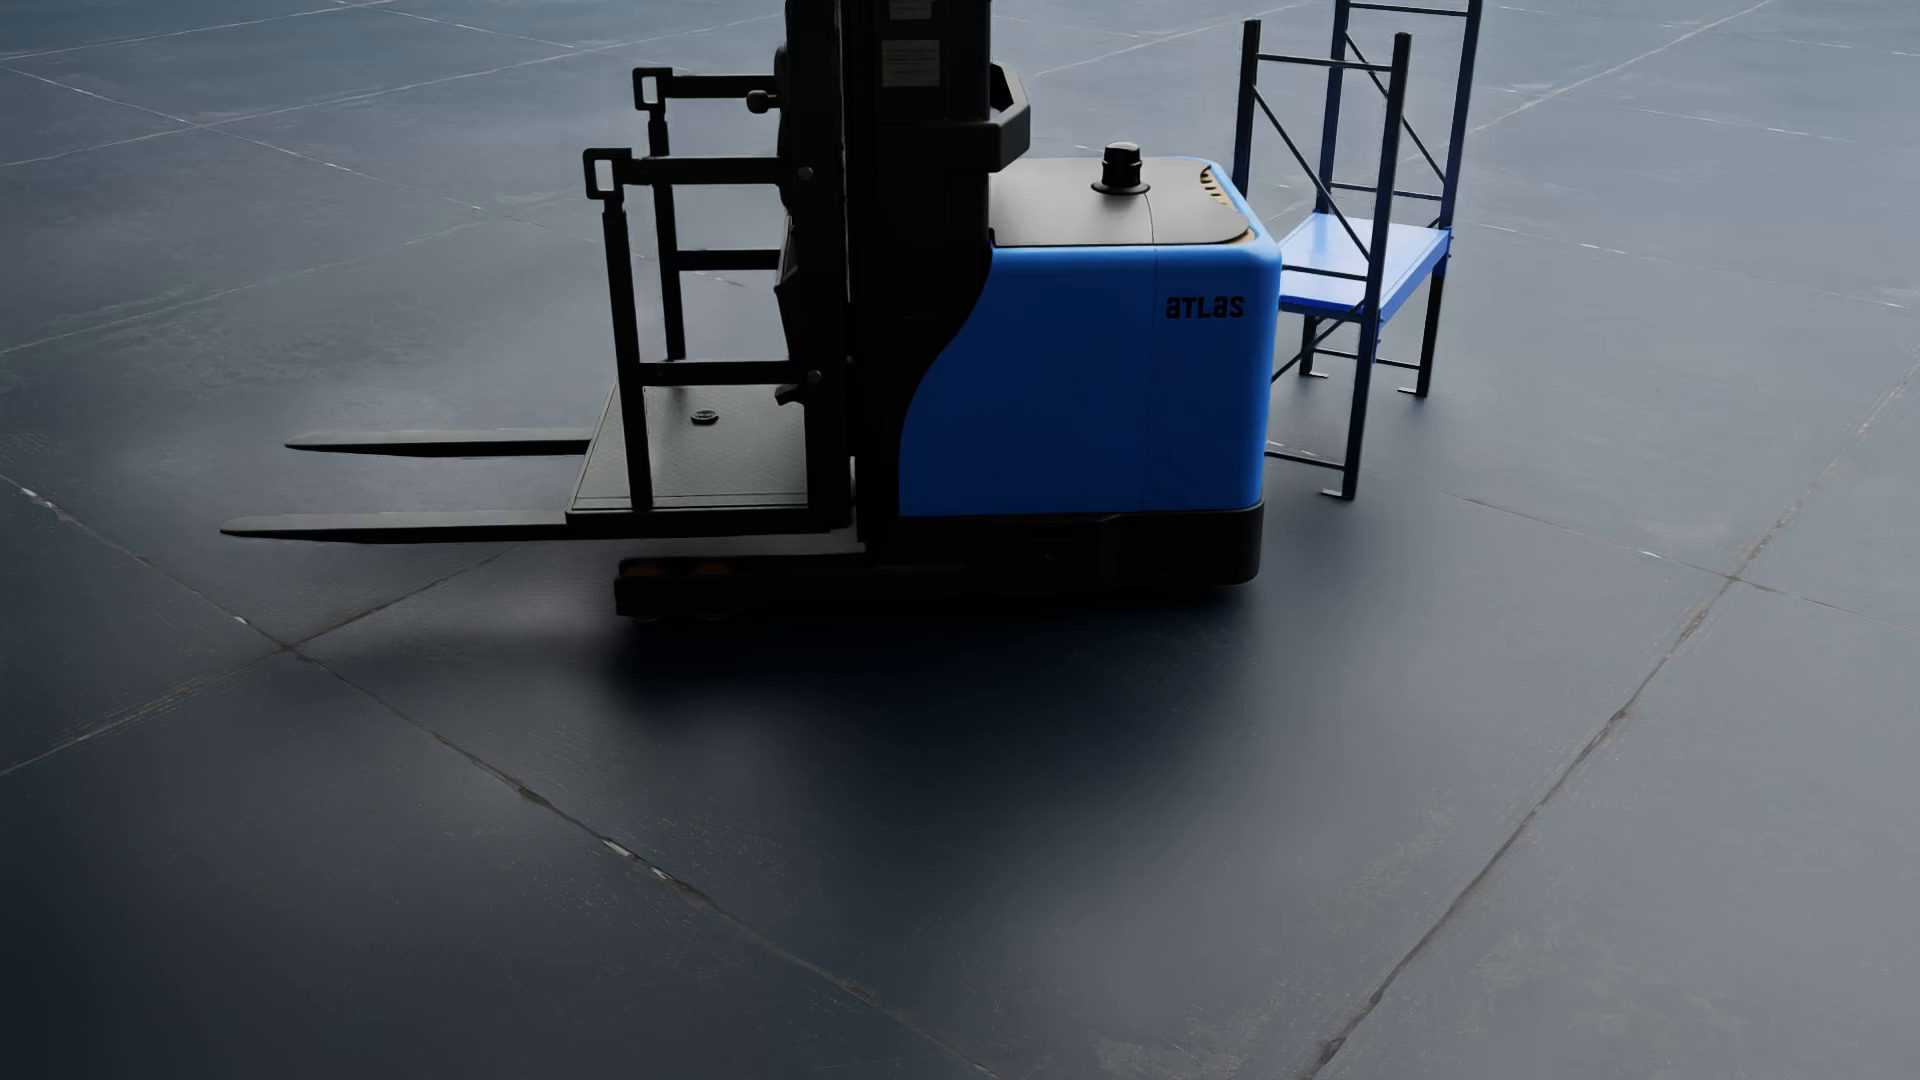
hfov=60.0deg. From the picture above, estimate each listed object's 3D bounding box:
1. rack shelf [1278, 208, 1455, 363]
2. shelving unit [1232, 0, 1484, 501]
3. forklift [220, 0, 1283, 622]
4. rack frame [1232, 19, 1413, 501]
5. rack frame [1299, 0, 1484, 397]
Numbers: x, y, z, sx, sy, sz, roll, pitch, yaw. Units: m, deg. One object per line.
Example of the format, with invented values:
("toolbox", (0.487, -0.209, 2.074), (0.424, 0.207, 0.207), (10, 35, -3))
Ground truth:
("rack shelf", (1.320, -0.901, 5.751), (0.538, 0.185, 1.000), (13, 30, 24))
("shelving unit", (1.320, -1.061, 5.668), (0.538, 1.500, 1.048), (13, 30, 24))
("forklift", (-0.649, -1.315, 4.603), (3.031, 2.935, 1.130), (-1, 27, -2))
("rack frame", (1.087, -0.853, 5.267), (0.500, 1.500, 0.032), (13, 30, 24))
("rack frame", (1.554, -1.268, 6.069), (0.500, 1.500, 0.032), (13, 30, 24))
